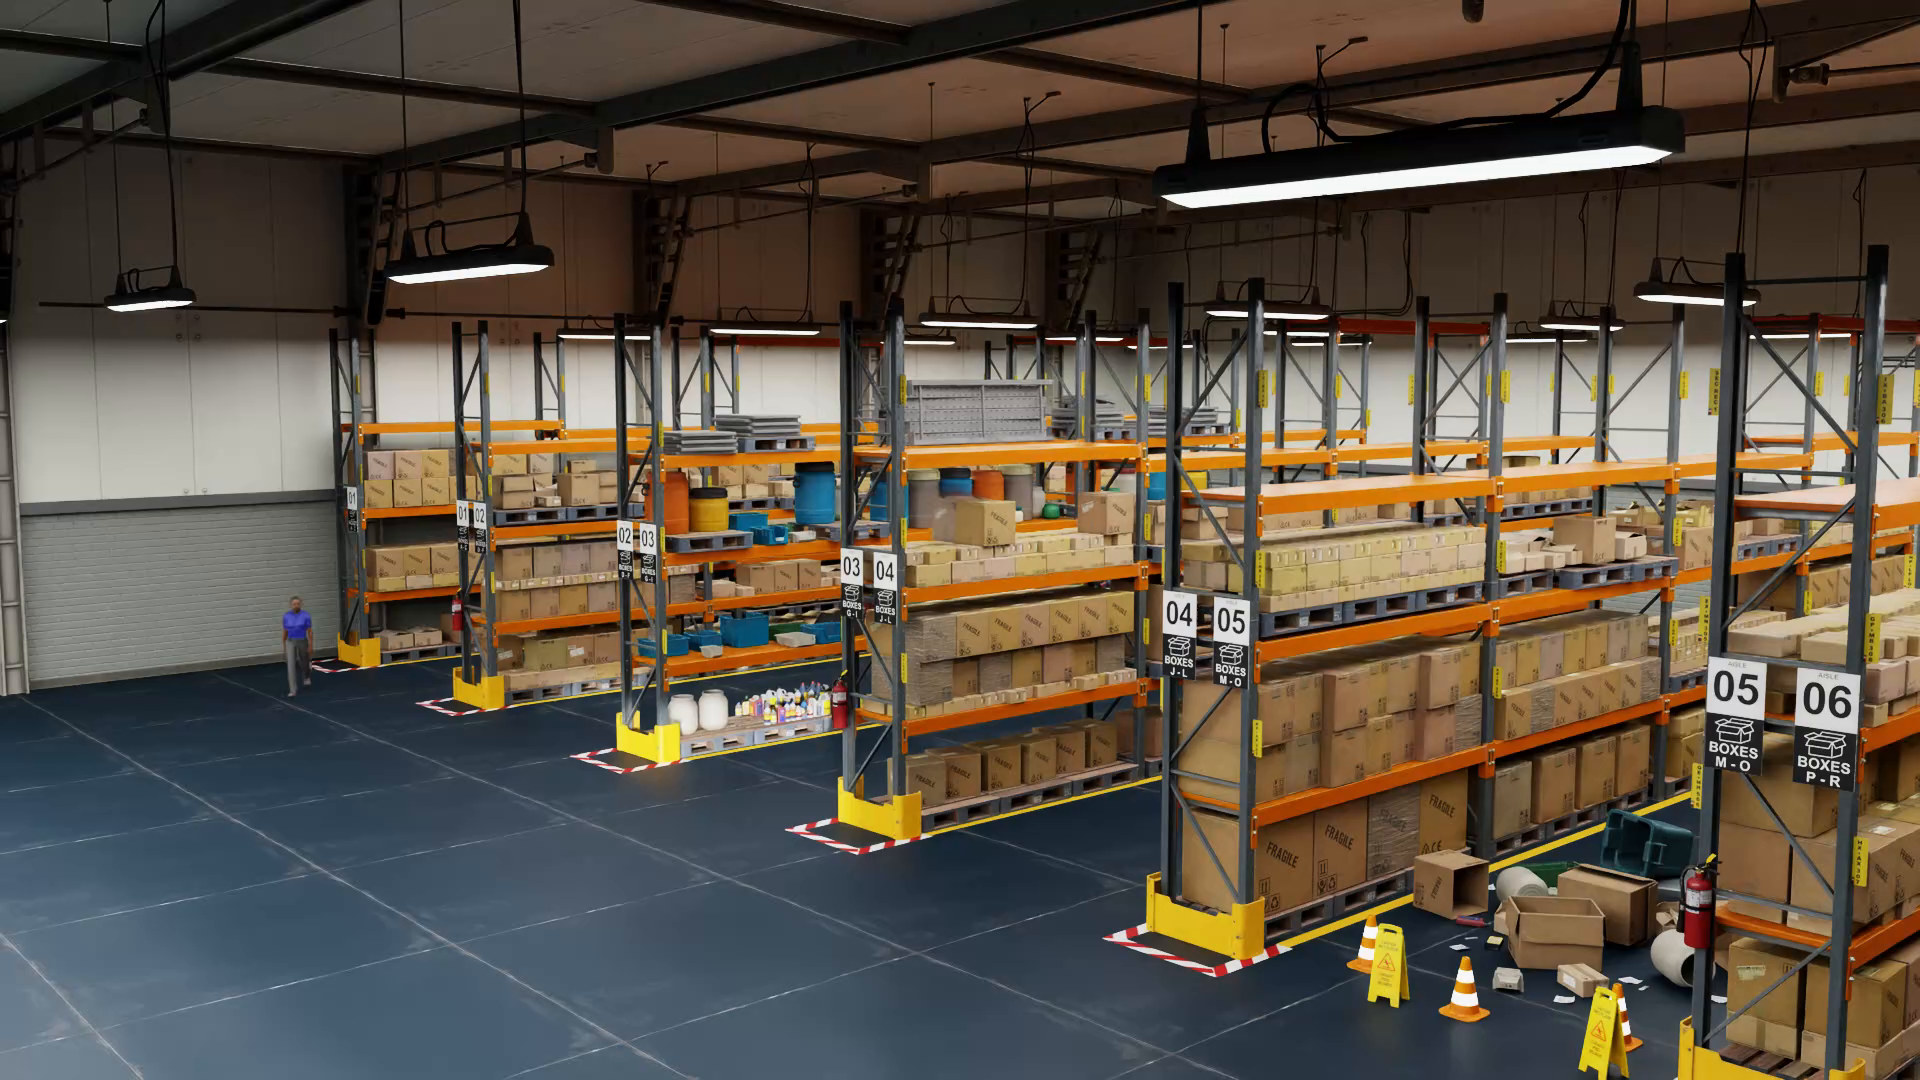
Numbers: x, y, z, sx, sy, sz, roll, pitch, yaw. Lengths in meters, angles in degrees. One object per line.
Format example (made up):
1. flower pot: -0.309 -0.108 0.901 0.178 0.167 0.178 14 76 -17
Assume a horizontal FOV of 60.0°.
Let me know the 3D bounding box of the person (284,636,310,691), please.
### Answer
1. person: -10.789 1.974 27.094 0.376 0.921 0.843 -2 6 -18
